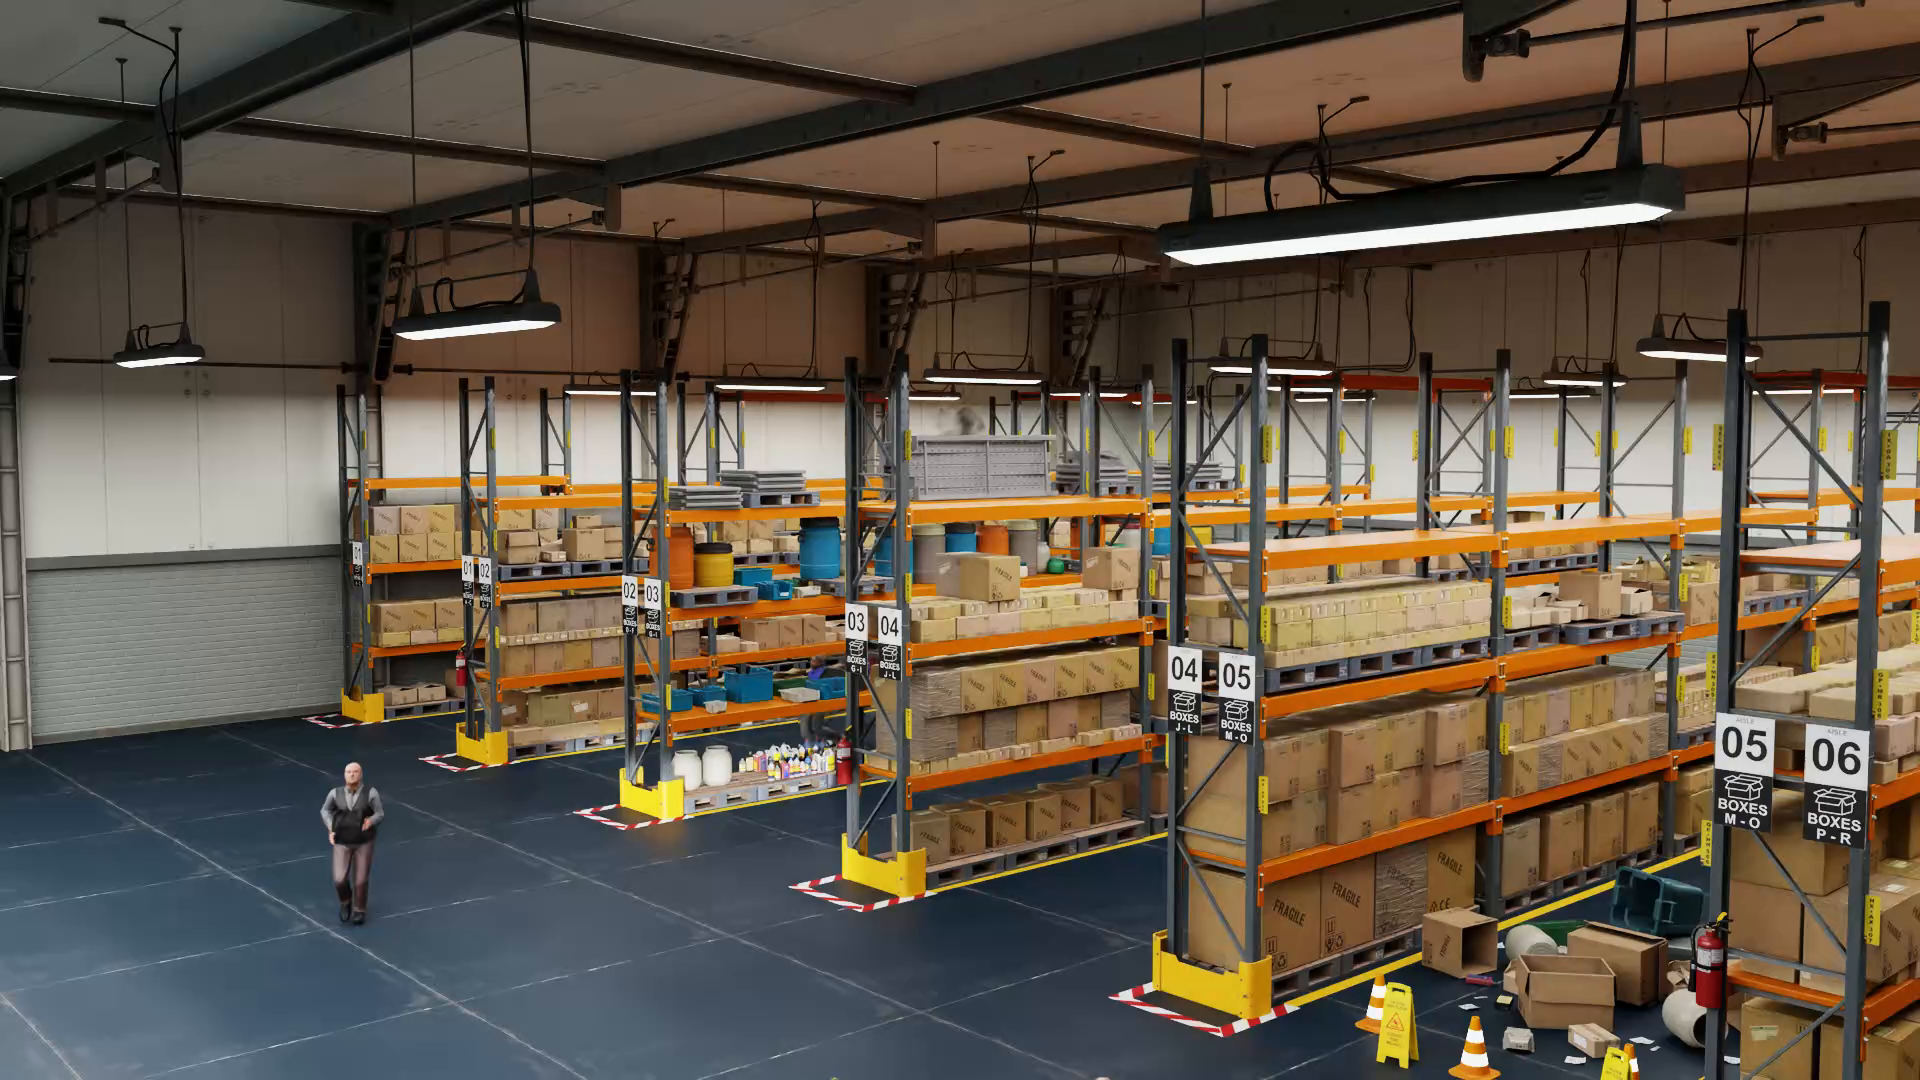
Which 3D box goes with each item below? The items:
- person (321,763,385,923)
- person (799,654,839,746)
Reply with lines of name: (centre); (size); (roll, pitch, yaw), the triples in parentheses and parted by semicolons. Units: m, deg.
person: (-6.329, 3.174, 17.322); (0.648, 1.683, 0.597); (-1, 4, -15)
person: (-2.279, 2.621, 26.425); (0.584, 1.613, 0.749); (4, 5, 45)
